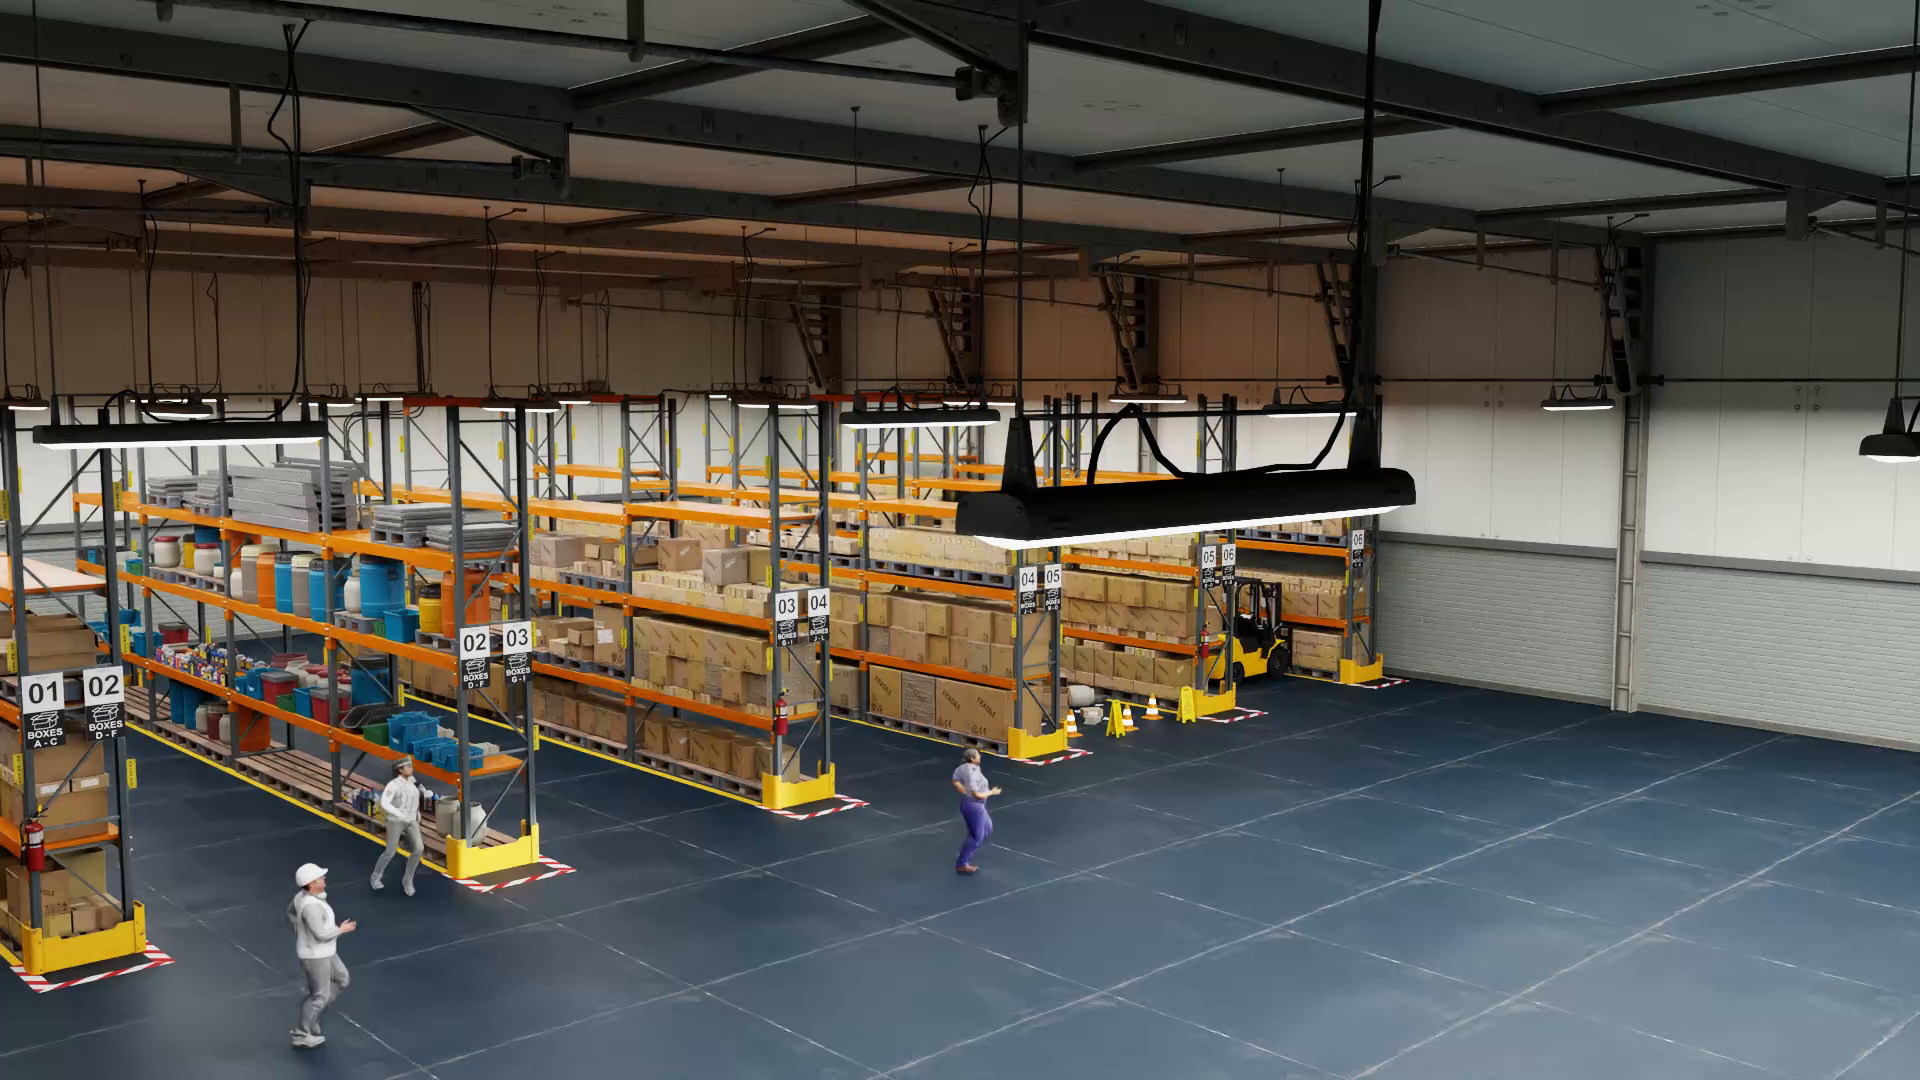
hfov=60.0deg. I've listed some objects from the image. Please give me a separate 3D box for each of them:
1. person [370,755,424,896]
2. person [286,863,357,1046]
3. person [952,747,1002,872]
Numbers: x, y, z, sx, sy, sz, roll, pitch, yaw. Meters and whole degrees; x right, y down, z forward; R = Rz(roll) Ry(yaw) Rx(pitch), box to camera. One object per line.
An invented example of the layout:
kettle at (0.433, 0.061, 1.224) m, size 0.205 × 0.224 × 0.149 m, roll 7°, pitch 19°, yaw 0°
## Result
person at (-6.923, 3.516, 20.650) m, size 0.670 × 1.704 × 0.673 m, roll 3°, pitch 6°, yaw 32°
person at (-6.083, 3.923, 15.857) m, size 0.636 × 1.751 × 0.662 m, roll -2°, pitch 6°, yaw -24°
person at (0.218, 3.460, 21.375) m, size 0.597 × 1.632 × 0.589 m, roll -1°, pitch 6°, yaw -12°
